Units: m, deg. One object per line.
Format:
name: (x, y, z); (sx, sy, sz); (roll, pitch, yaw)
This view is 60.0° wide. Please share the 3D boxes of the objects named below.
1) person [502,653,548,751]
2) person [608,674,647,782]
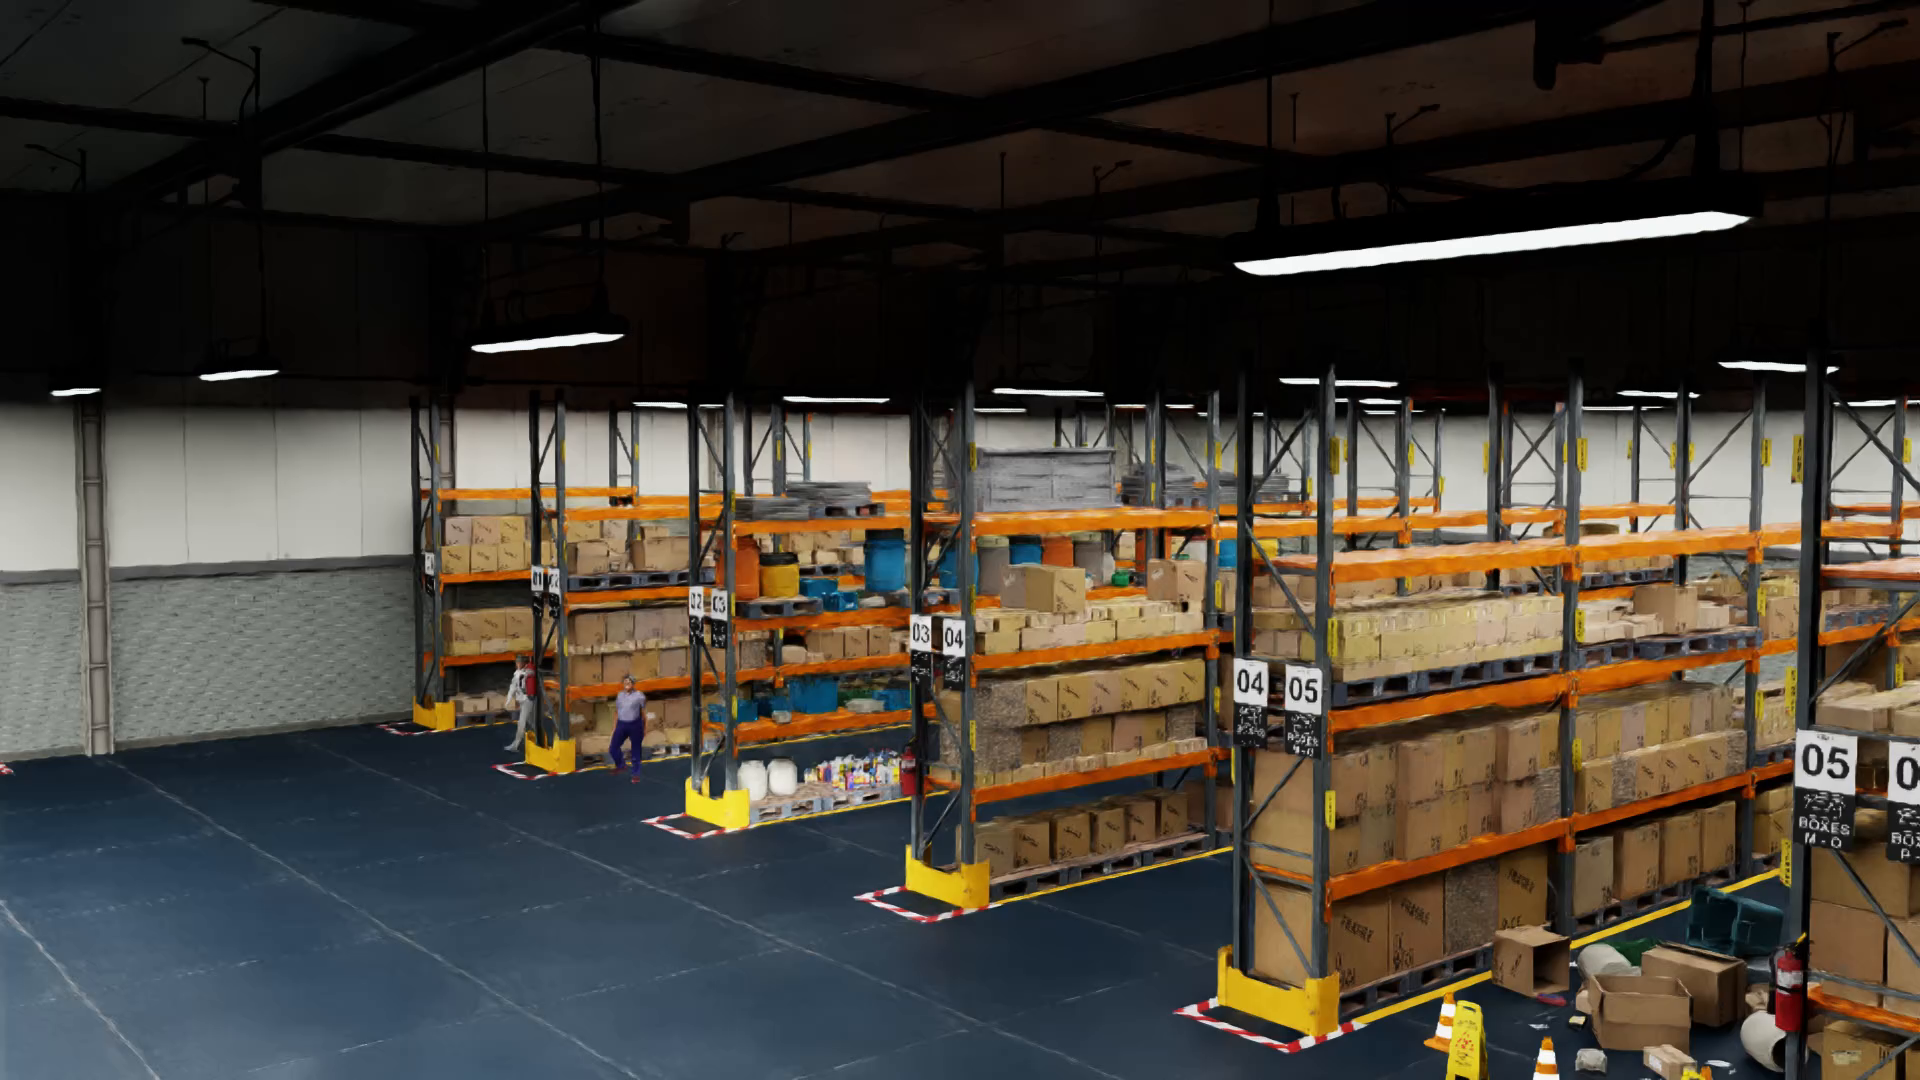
person: (-7.333, 2.690, 27.915); (0.483, 1.621, 0.993); (3, 5, 42)
person: (-5.097, 2.849, 25.367); (0.667, 1.641, 0.509); (1, 3, 10)
